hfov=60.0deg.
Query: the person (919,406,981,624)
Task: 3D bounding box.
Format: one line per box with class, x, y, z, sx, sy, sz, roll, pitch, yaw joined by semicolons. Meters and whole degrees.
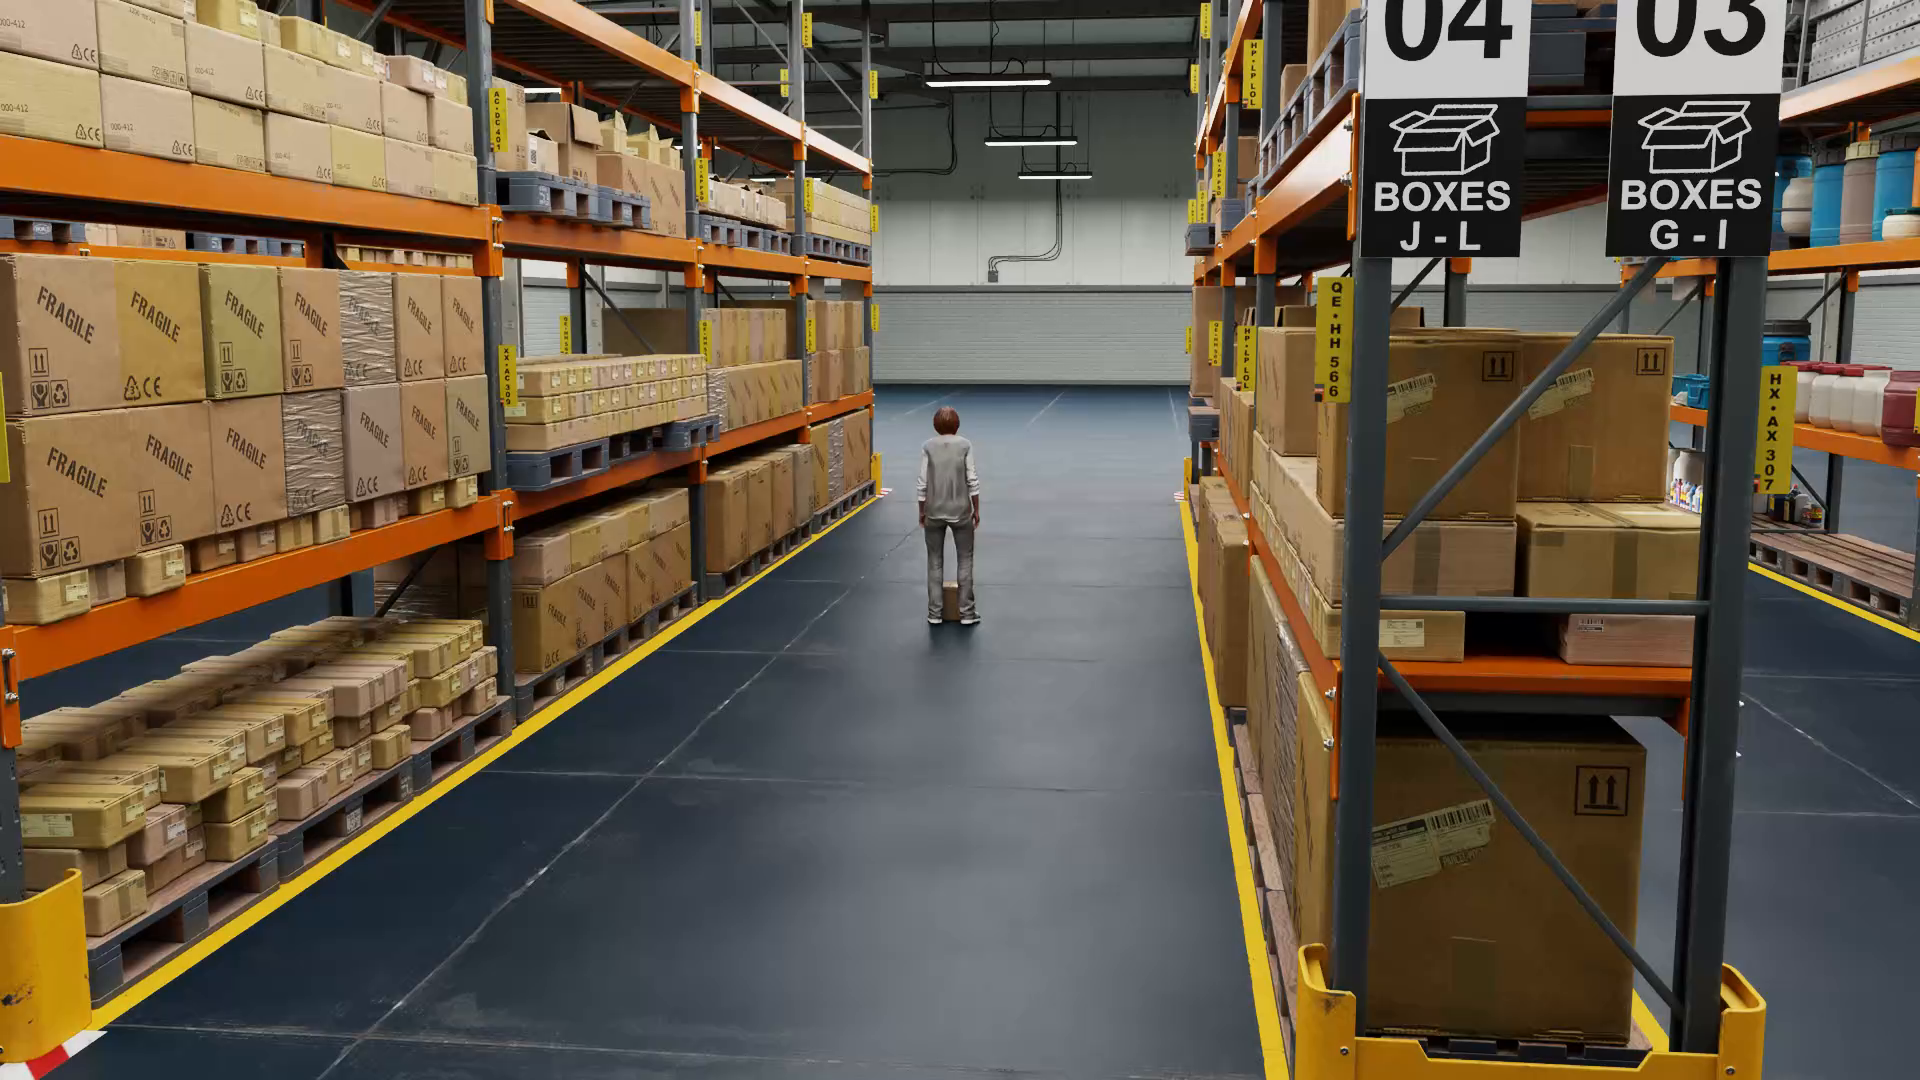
person;-0.079;-0.175;12.129;0.451;1.591;0.344;1;8;5
